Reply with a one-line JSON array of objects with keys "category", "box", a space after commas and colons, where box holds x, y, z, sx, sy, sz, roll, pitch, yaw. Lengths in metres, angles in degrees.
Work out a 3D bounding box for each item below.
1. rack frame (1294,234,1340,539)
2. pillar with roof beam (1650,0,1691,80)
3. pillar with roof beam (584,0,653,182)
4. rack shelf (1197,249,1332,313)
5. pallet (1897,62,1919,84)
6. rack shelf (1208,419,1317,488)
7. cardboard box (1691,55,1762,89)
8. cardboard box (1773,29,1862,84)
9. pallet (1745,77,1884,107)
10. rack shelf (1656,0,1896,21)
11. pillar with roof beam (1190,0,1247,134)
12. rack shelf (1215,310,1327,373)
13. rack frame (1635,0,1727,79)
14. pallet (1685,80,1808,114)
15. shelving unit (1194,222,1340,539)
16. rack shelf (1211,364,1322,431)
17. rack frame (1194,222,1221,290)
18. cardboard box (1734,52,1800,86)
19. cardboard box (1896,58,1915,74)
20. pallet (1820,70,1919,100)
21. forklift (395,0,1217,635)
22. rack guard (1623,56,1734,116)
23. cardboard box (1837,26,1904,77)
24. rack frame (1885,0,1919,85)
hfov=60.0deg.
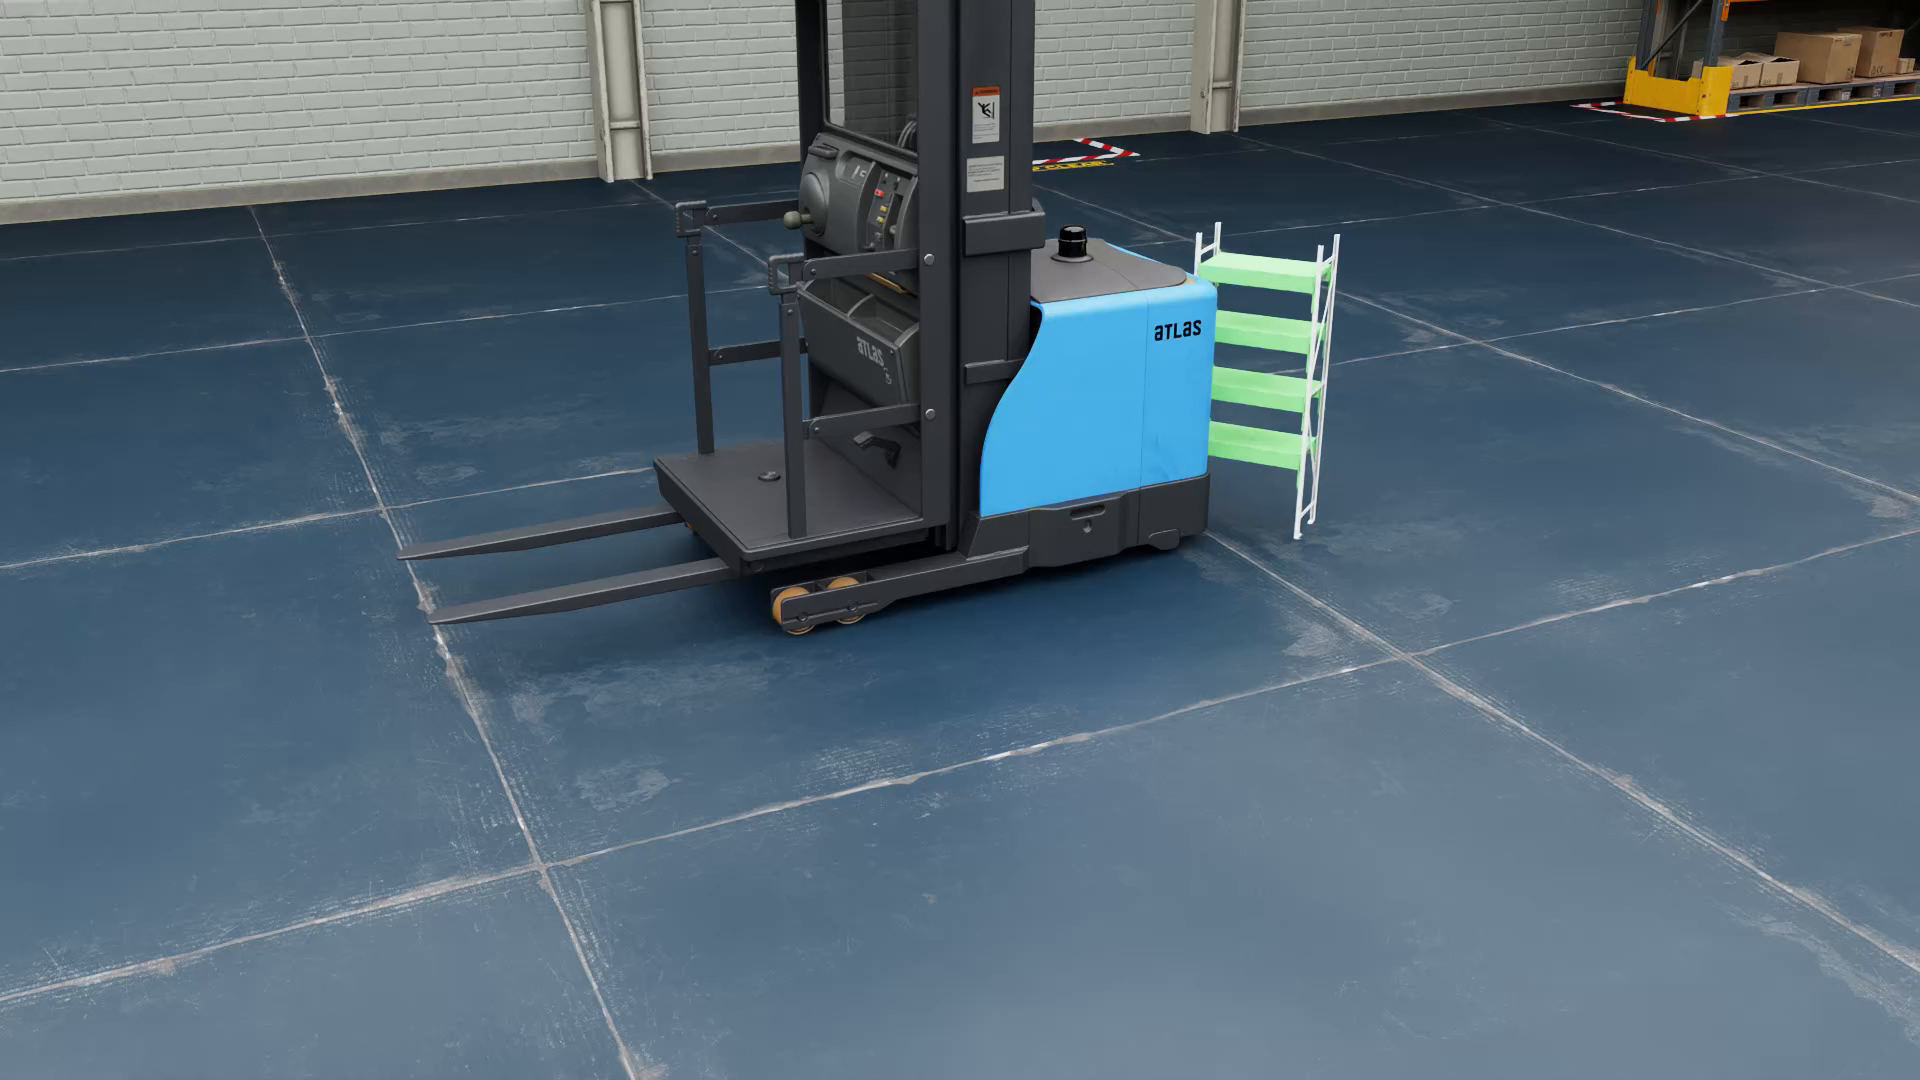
[{"category": "rack frame", "box": [1.420, -0.599, 6.627, 0.015, 1.200, 0.240, 11, 25, 26]}, {"category": "pillar with roof beam", "box": [9.814, -7.772, 13.760, 0.400, 9.000, 9.100, -10, 25, -24]}, {"category": "pillar with roof beam", "box": [-0.999, -5.782, 8.952, 0.400, 9.000, 9.100, -10, 25, -24]}, {"category": "rack shelf", "box": [1.205, -1.027, 6.573, 0.480, 0.148, 0.258, 11, 25, 26]}, {"category": "pallet", "box": [11.996, -5.574, 19.941, 1.213, 0.211, 1.003, -10, 25, -24]}, {"category": "rack shelf", "box": [1.205, -0.361, 6.849, 0.480, 0.148, 0.258, 11, 25, 26]}, {"category": "cardboard box", "box": [8.354, -5.114, 18.124, 0.500, 0.311, 0.500, -14, 26, -30]}, {"category": "cardboard box", "box": [9.550, -5.401, 18.568, 0.500, 0.500, 0.700, -12, 25, -27]}, {"category": "pallet", "box": [9.605, -5.117, 18.836, 1.213, 0.211, 1.003, -10, 25, -24]}, {"category": "rack shelf", "box": [9.493, -6.069, 18.430, 4.000, 0.370, 1.077, -10, 25, -24]}, {"category": "pillar with roof beam", "box": [4.407, -6.777, 11.356, 0.400, 9.000, 9.100, -10, 25, -24]}, {"category": "rack shelf", "box": [1.205, -0.805, 6.665, 0.480, 0.148, 0.258, 11, 25, 26]}, {"category": "rack frame", "box": [7.691, -6.070, 17.491, 0.127, 3.000, 1.000, -10, 25, -24]}, {"category": "pallet", "box": [8.507, -4.916, 18.351, 1.213, 0.211, 1.003, -10, 25, -24]}, {"category": "shelving unit", "box": [1.205, -0.642, 6.733, 0.503, 1.200, 0.258, 11, 25, 26]}, {"category": "rack shelf", "box": [1.205, -0.583, 6.757, 0.480, 0.148, 0.258, 11, 25, 26]}, {"category": "rack frame", "box": [0.989, -0.686, 6.838, 0.015, 1.200, 0.240, 11, 25, 26]}, {"category": "cardboard box", "box": [8.867, -5.209, 18.352, 0.500, 0.311, 0.500, -8, 24, -19]}, {"category": "cardboard box", "box": [10.826, -5.528, 19.312, 0.250, 0.166, 0.380, -14, 26, -30]}, {"category": "pallet", "box": [10.705, -5.321, 19.329, 1.213, 0.211, 1.003, -10, 25, -24]}, {"category": "forklift", "box": [-0.556, -1.247, 5.931, 3.031, 2.935, 1.130, -11, 25, -25]}, {"category": "rack guard", "box": [7.760, -4.927, 18.000, 0.348, 0.500, 1.175, -10, 25, -24]}, {"category": "cardboard box", "box": [10.377, -5.595, 19.039, 0.500, 0.500, 0.500, -12, 26, -28]}, {"category": "rack frame", "box": [11.295, -6.733, 19.094, 0.127, 3.000, 1.000, -10, 25, -24]}]
